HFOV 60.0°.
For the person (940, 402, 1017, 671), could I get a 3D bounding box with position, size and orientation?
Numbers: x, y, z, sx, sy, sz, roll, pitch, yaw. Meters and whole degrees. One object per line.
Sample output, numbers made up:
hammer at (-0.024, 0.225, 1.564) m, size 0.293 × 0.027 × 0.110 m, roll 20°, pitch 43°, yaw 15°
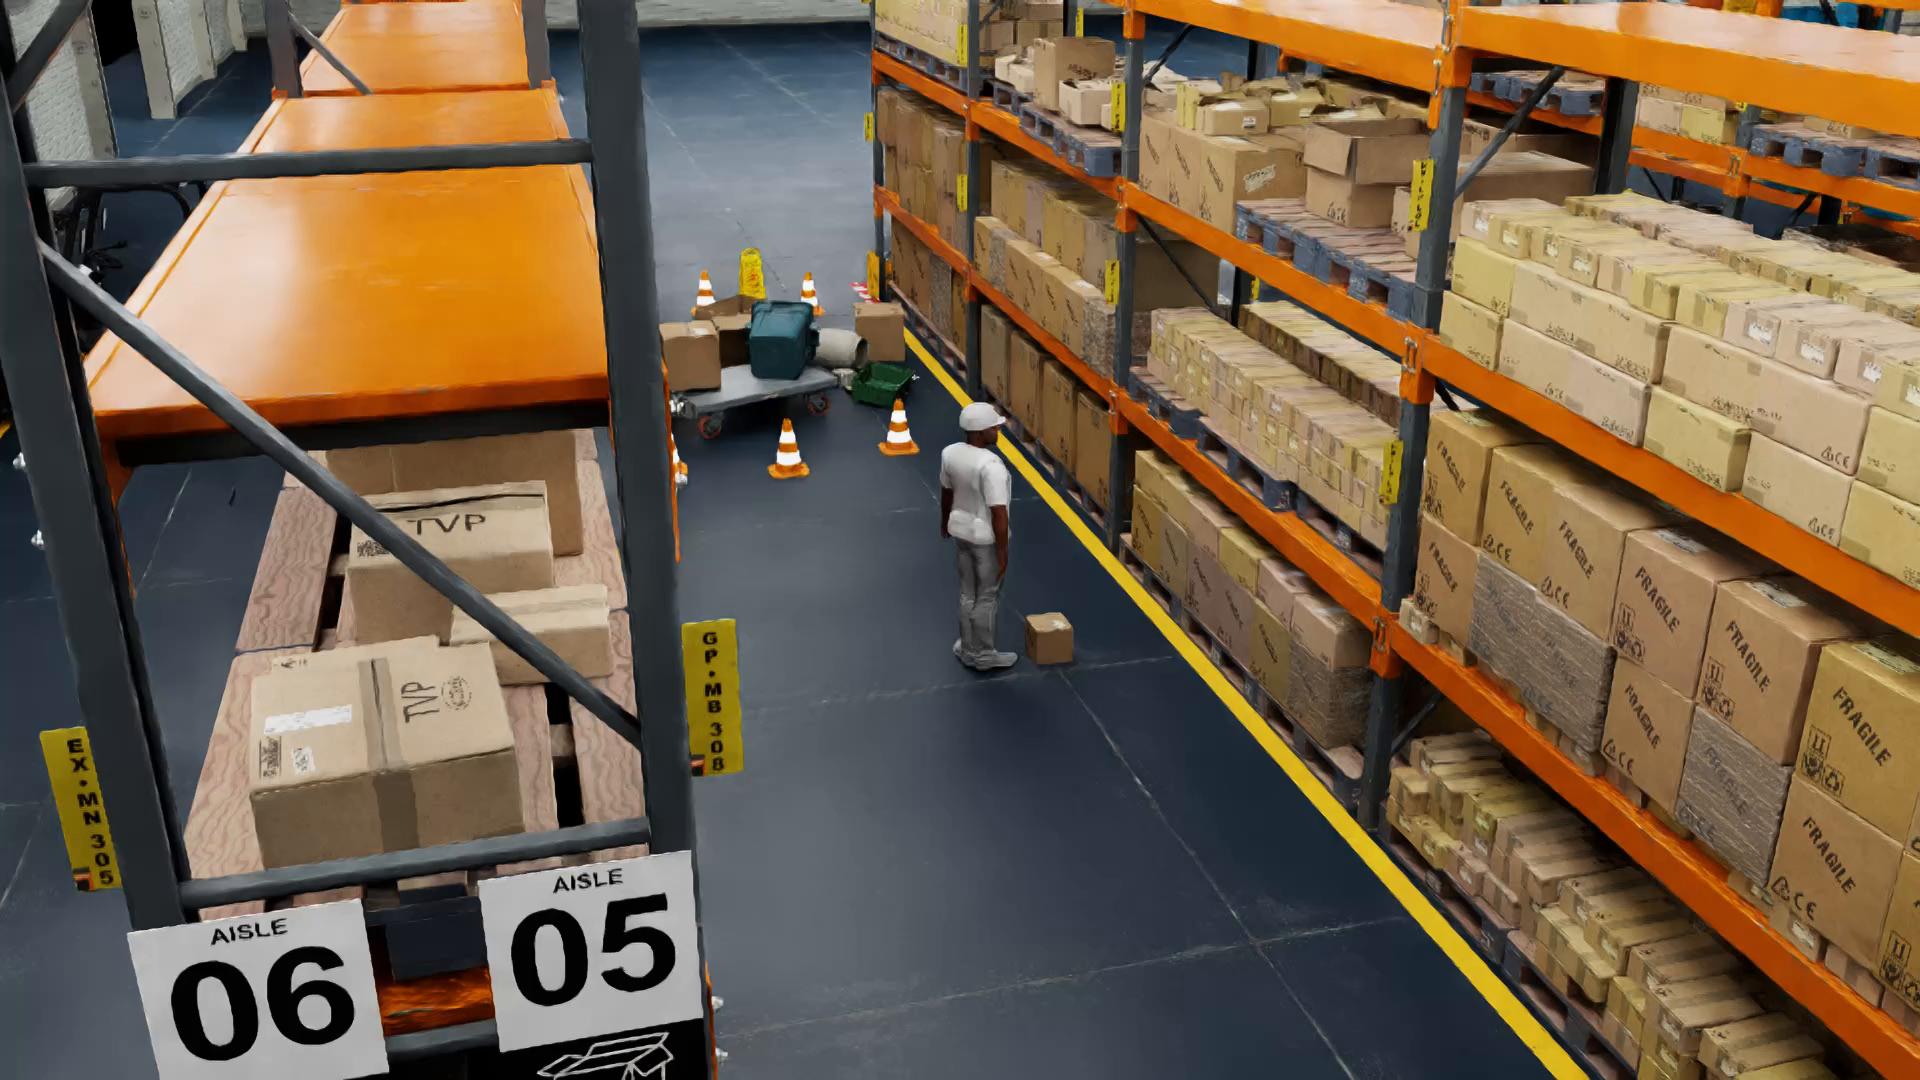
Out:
person at (0.102, -0.045, 10.622) m, size 0.347 × 1.769 × 0.722 m, roll -20°, pitch 30°, yaw -39°
